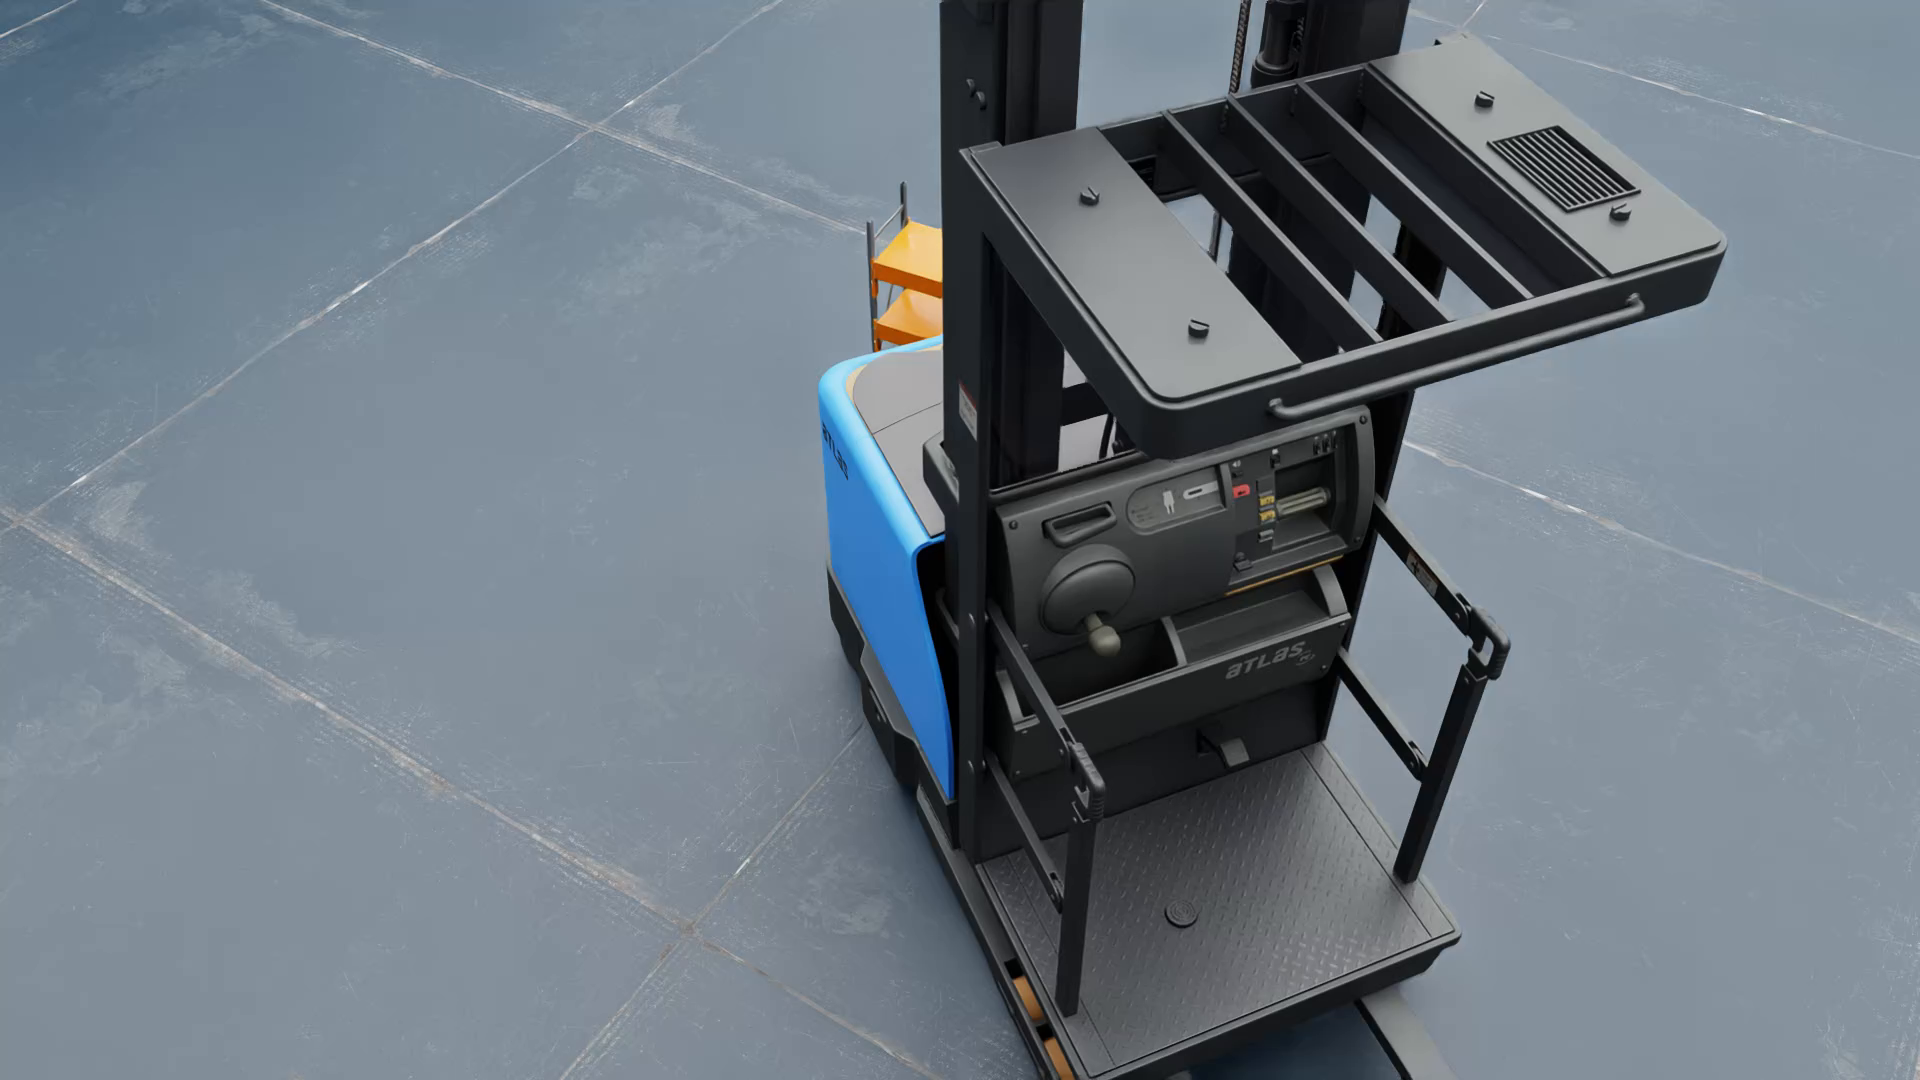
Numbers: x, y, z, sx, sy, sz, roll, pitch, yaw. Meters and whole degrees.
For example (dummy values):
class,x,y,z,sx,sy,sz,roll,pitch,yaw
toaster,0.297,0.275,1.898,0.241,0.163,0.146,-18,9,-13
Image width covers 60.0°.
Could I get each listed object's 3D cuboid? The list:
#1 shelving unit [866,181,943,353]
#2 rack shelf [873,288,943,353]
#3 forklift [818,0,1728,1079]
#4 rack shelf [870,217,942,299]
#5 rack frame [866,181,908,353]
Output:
class,x,y,z,sx,sy,sz,roll,pitch,yaw
shelving unit,-0.005,-0.541,5.439,0.503,1.200,0.258,19,49,18
rack shelf,-0.005,-0.650,5.327,0.480,0.148,0.258,19,49,18
forklift,0.615,0.075,3.634,1.130,2.935,3.031,-17,48,-16
rack shelf,-0.005,-0.815,5.157,0.480,0.148,0.258,19,49,18
rack frame,-0.224,-0.618,5.514,0.015,1.200,0.240,19,49,18
